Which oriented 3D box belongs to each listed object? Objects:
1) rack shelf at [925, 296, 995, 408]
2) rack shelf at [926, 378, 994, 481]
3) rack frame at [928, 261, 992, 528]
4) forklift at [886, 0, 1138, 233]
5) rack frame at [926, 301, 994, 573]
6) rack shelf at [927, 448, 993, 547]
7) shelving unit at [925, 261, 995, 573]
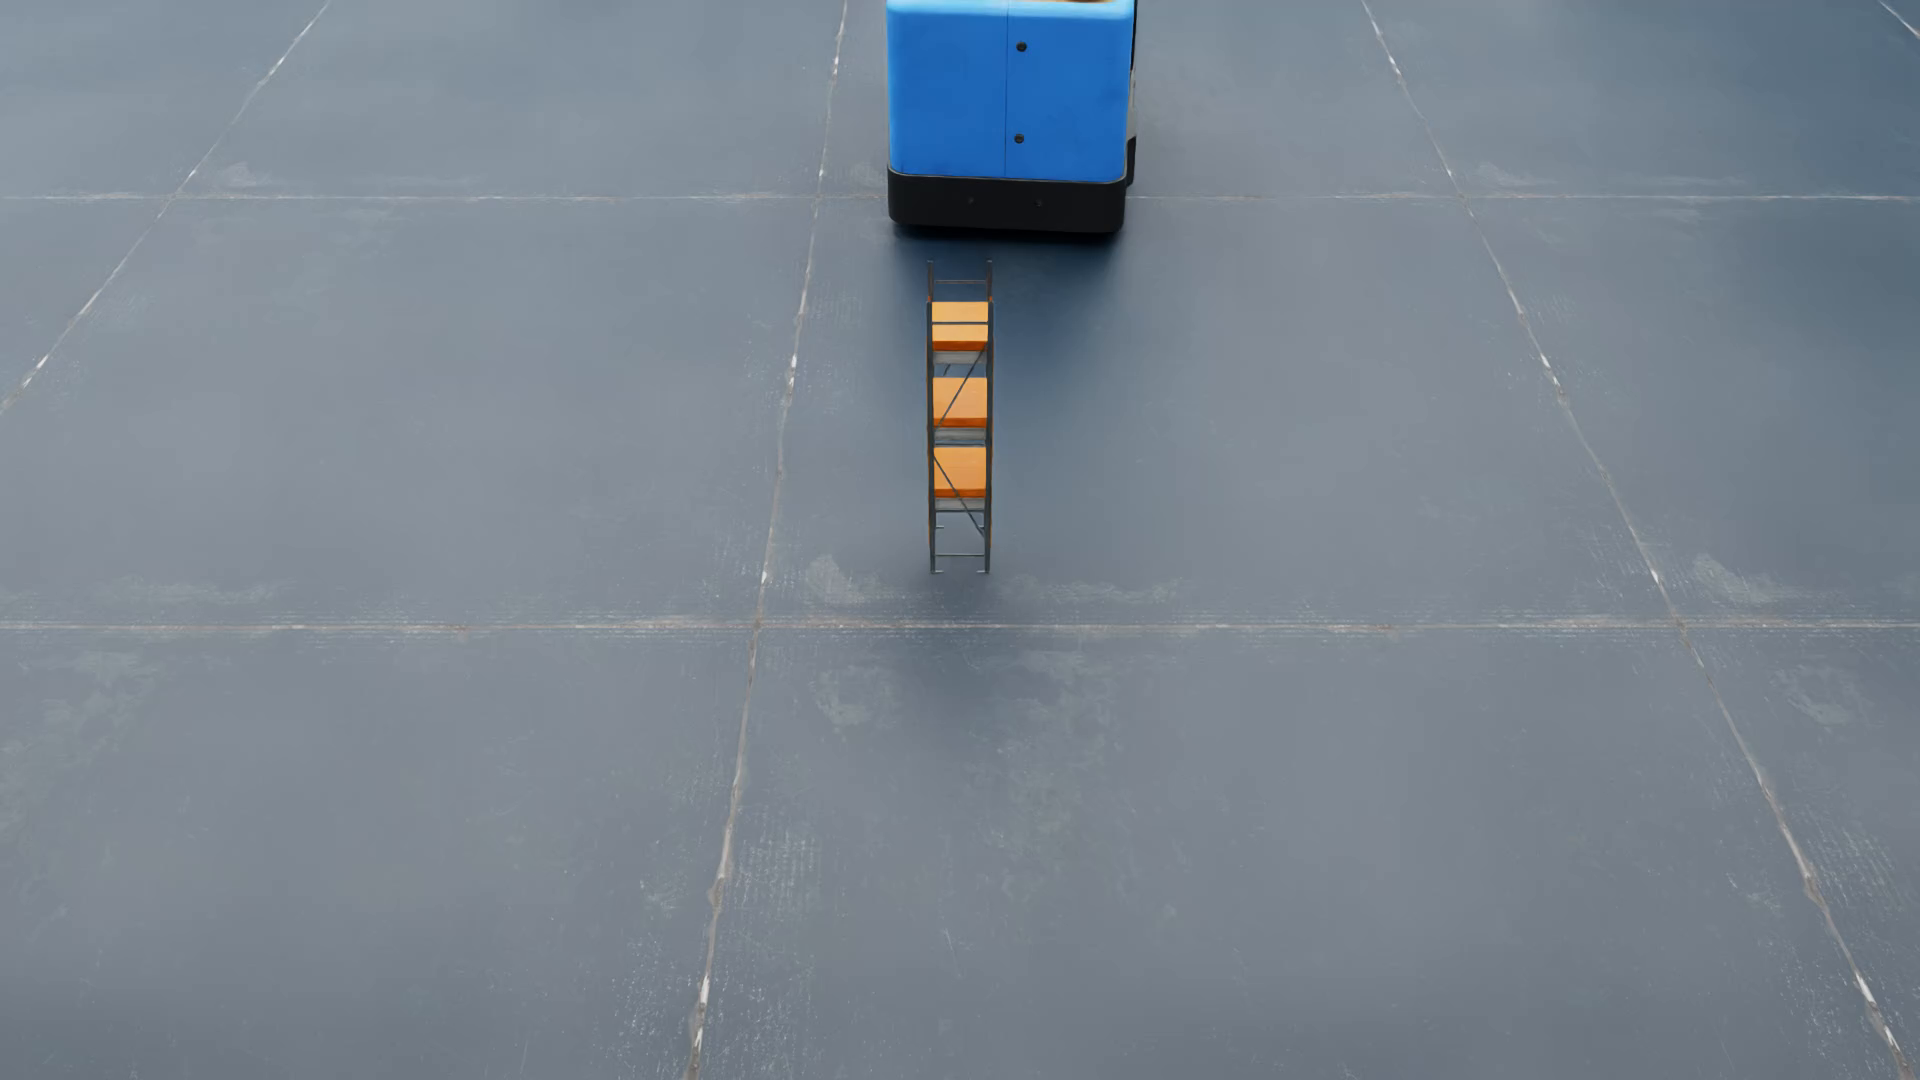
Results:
[{"bbox_3d":[0.000,-0.589,5.209,0.215,0.259,0.240,0,39,0],"label":"rack shelf"},{"bbox_3d":[0.000,-0.368,5.387,0.215,0.259,0.240,0,39,0],"label":"rack shelf"},{"bbox_3d":[0.000,-0.453,5.475,0.200,1.050,0.008,0,39,0],"label":"rack frame"},{"bbox_3d":[0.332,-3.405,7.655,1.130,2.935,3.031,3,39,4],"label":"forklift"},{"bbox_3d":[0.000,-0.300,5.285,0.200,1.050,0.008,0,39,0],"label":"rack frame"},{"bbox_3d":[0.000,-0.151,5.560,0.215,0.259,0.240,0,39,0],"label":"rack shelf"},{"bbox_3d":[0.000,-0.376,5.380,0.215,1.050,0.252,0,39,0],"label":"shelving unit"}]
